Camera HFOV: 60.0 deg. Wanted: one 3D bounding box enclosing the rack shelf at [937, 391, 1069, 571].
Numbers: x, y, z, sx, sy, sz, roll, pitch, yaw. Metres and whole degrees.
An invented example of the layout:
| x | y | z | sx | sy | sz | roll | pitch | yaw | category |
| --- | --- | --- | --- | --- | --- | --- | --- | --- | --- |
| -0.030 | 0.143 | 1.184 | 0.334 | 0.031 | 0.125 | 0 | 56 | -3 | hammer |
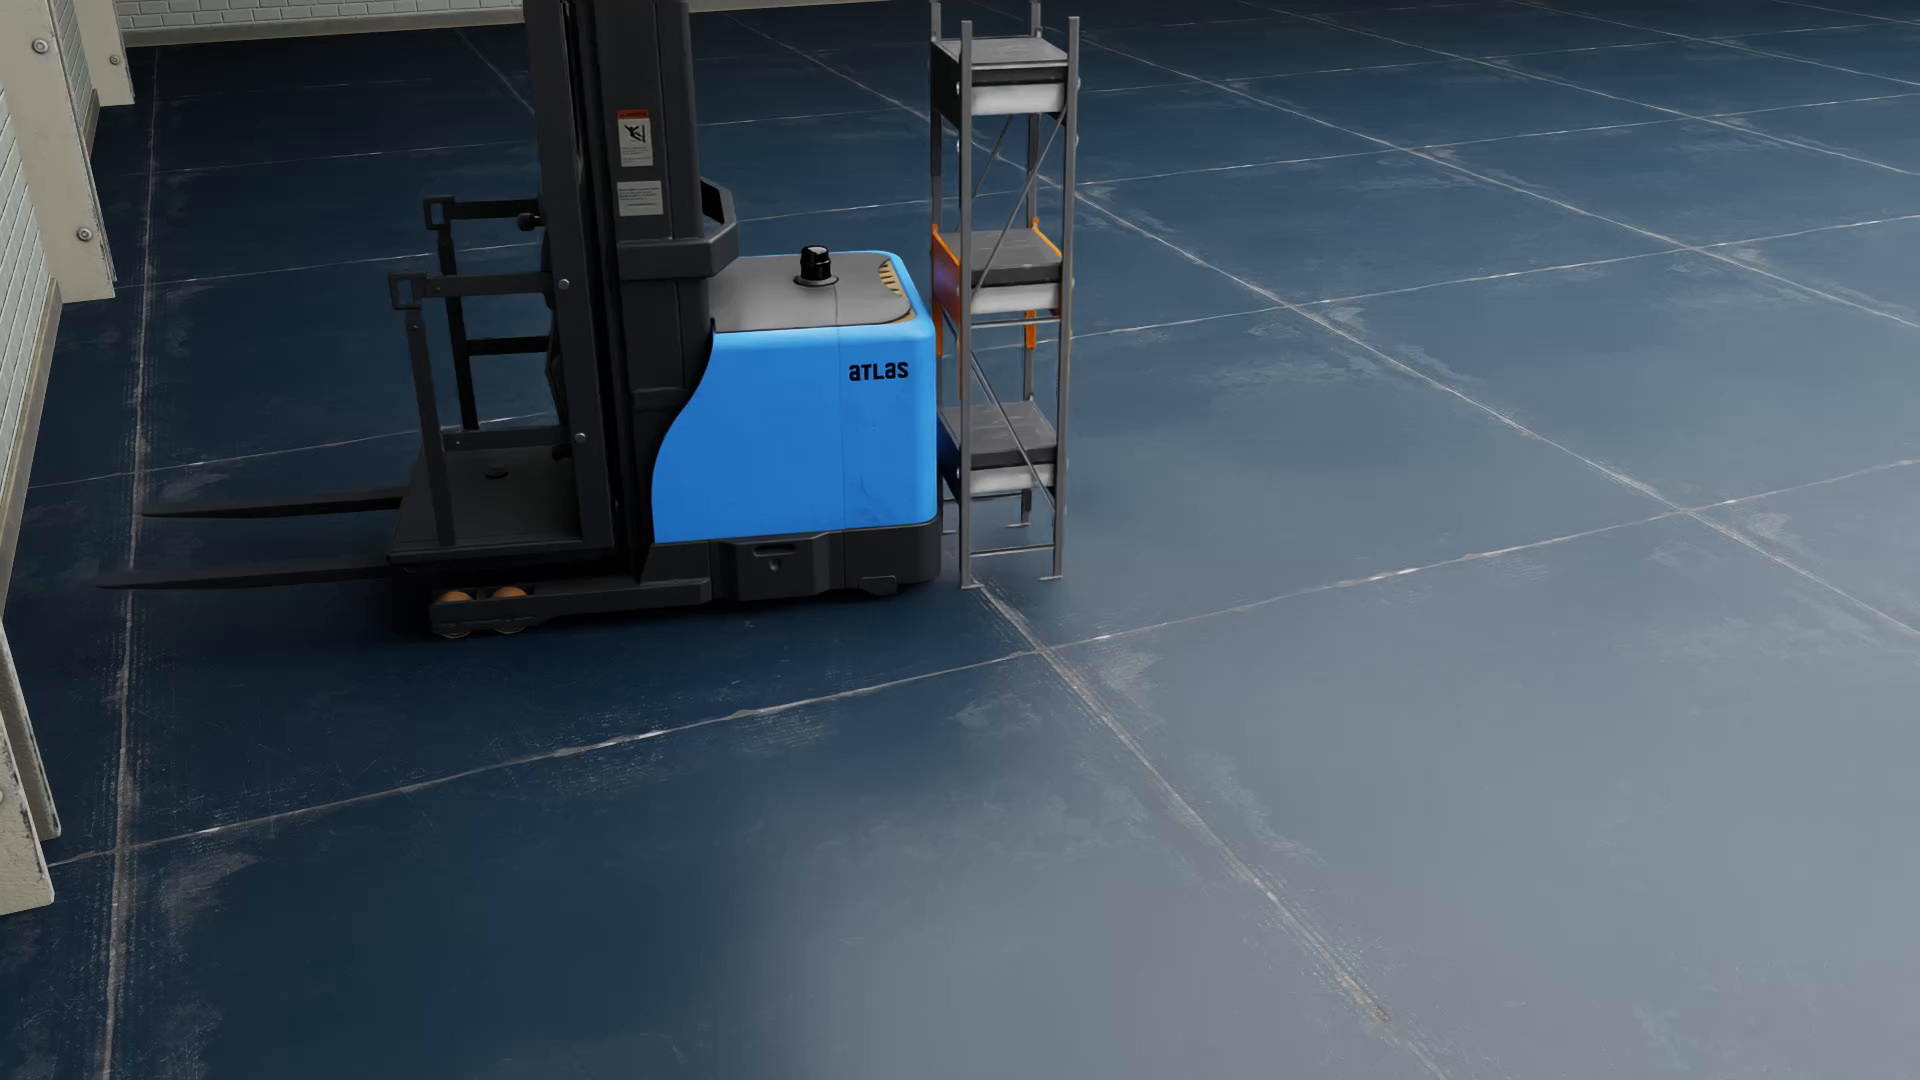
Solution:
| x | y | z | sx | sy | sz | roll | pitch | yaw | category |
| --- | --- | --- | --- | --- | --- | --- | --- | --- | --- |
| 0.146 | -0.237 | 6.468 | 0.431 | 0.518 | 0.480 | -6 | 27 | -11 | rack shelf |

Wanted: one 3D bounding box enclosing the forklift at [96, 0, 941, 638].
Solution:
| x | y | z | sx | sy | sz | roll | pitch | yaw | category |
| --- | --- | --- | --- | --- | --- | --- | --- | --- | --- |
| -1.638 | -1.212 | 5.891 | 3.031 | 2.935 | 1.130 | -4 | 26 | -9 | forklift |

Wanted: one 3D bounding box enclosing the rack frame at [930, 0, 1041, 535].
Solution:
| x | y | z | sx | sy | sz | roll | pitch | yaw | category |
| --- | --- | --- | --- | --- | --- | --- | --- | --- | --- |
| 0.092 | -0.982 | 6.369 | 0.400 | 2.100 | 0.015 | -6 | 27 | -11 | rack frame |

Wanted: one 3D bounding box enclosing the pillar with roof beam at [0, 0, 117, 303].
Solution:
| x | y | z | sx | sy | sz | roll | pitch | yaw | category |
| --- | --- | --- | --- | --- | --- | --- | --- | --- | --- |
| -1.151 | -6.240 | 9.275 | 9.100 | 9.000 | 0.400 | -11 | 28 | -21 | pillar with roof beam |

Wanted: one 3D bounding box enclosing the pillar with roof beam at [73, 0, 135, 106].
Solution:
| x | y | z | sx | sy | sz | roll | pitch | yaw | category |
| --- | --- | --- | --- | --- | --- | --- | --- | --- | --- |
| -3.501 | -8.663 | 14.236 | 9.100 | 9.000 | 0.400 | -11 | 28 | -21 | pillar with roof beam |

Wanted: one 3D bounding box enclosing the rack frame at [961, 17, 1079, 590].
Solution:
| x | y | z | sx | sy | sz | roll | pitch | yaw | category |
| --- | --- | --- | --- | --- | --- | --- | --- | --- | --- |
| 0.199 | -0.773 | 5.941 | 0.400 | 2.100 | 0.015 | -6 | 27 | -11 | rack frame |

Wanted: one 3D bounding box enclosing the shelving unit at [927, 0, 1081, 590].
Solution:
| x | y | z | sx | sy | sz | roll | pitch | yaw | category |
| --- | --- | --- | --- | --- | --- | --- | --- | --- | --- |
| 0.146 | -0.878 | 6.155 | 0.431 | 2.100 | 0.503 | -6 | 27 | -11 | shelving unit |

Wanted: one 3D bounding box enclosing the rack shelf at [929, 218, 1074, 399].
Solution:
| x | y | z | sx | sy | sz | roll | pitch | yaw | category |
| --- | --- | --- | --- | --- | --- | --- | --- | --- | --- |
| 0.146 | -0.866 | 6.161 | 0.431 | 0.518 | 0.480 | -6 | 27 | -11 | rack shelf |

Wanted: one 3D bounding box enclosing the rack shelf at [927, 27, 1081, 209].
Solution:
| x | y | z | sx | sy | sz | roll | pitch | yaw | category |
| --- | --- | --- | --- | --- | --- | --- | --- | --- | --- |
| 0.146 | -1.495 | 5.854 | 0.431 | 0.518 | 0.480 | -6 | 27 | -11 | rack shelf |
